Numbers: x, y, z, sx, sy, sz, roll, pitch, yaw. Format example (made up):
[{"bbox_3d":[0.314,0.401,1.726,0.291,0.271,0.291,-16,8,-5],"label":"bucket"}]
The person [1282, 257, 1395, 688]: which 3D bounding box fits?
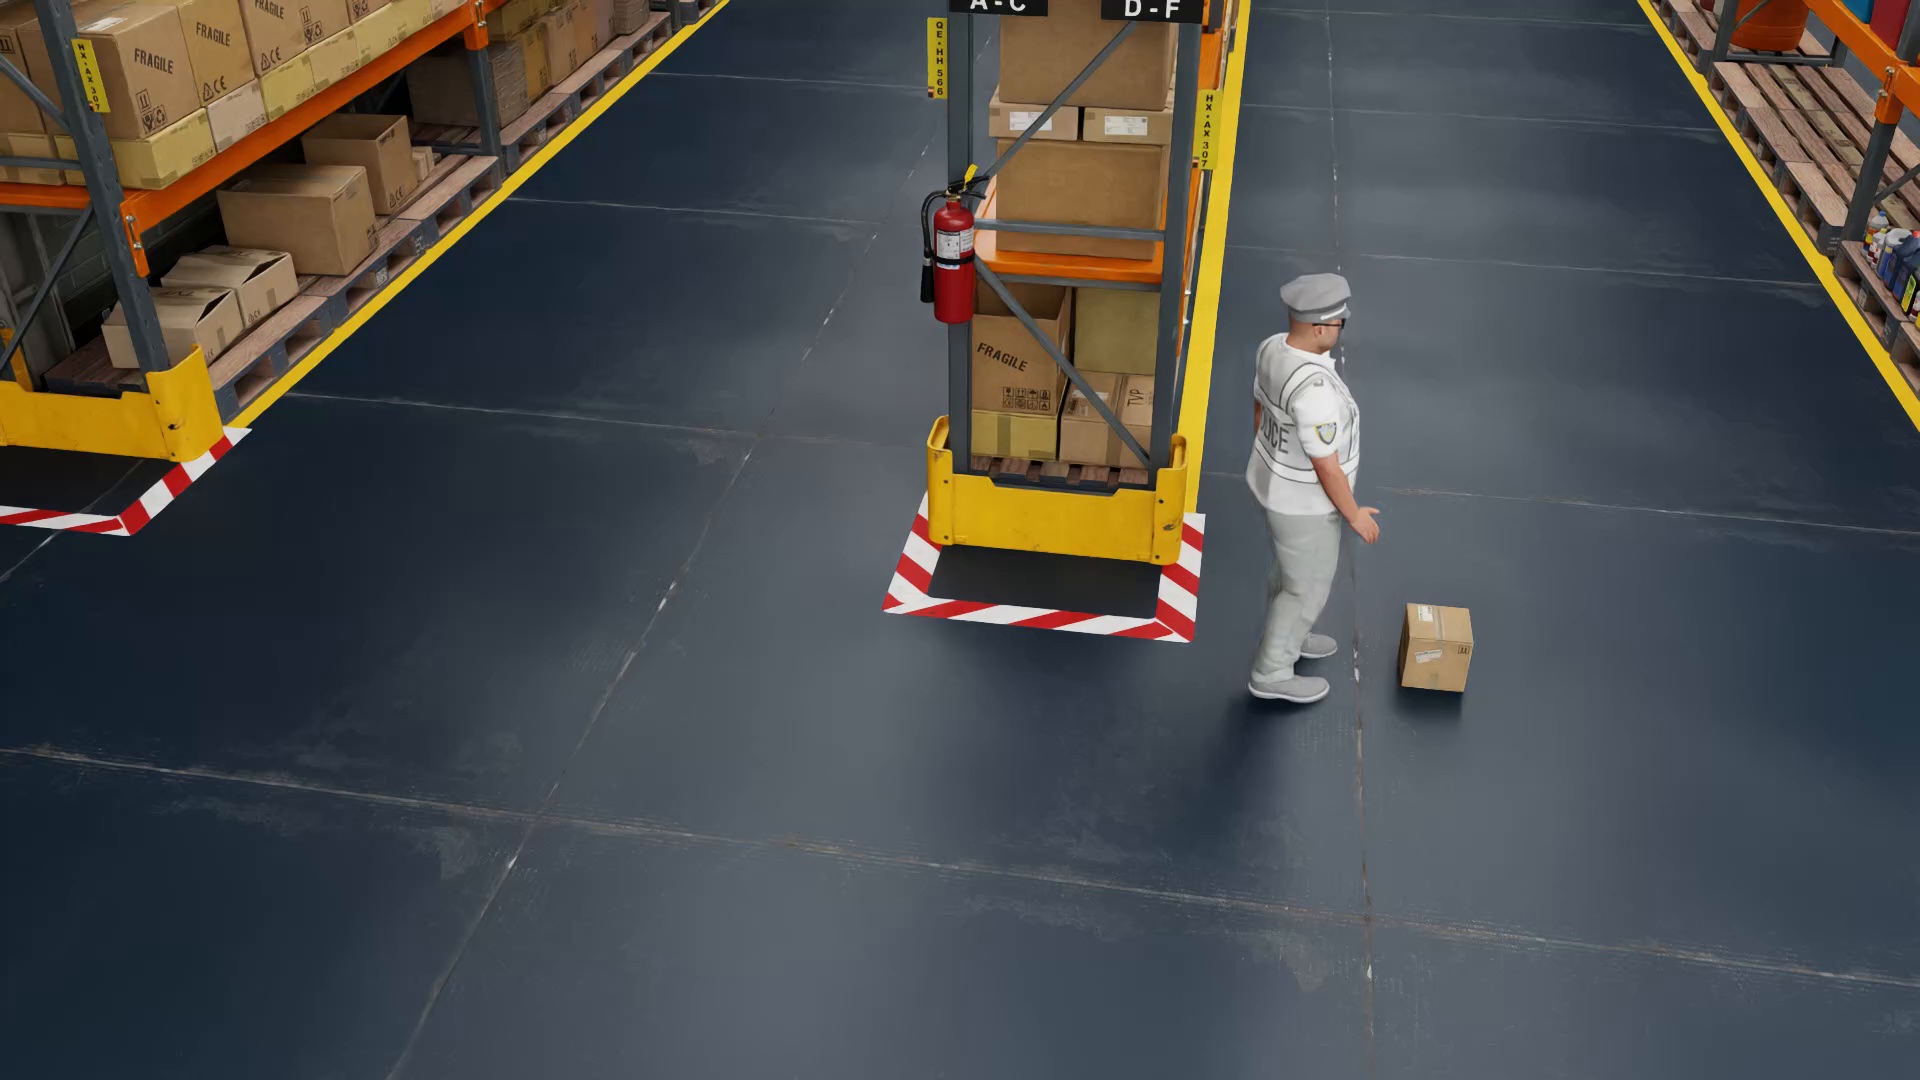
[{"bbox_3d":[1.483,-0.256,6.486,0.421,1.766,0.557,1,32,1],"label":"person"}]
